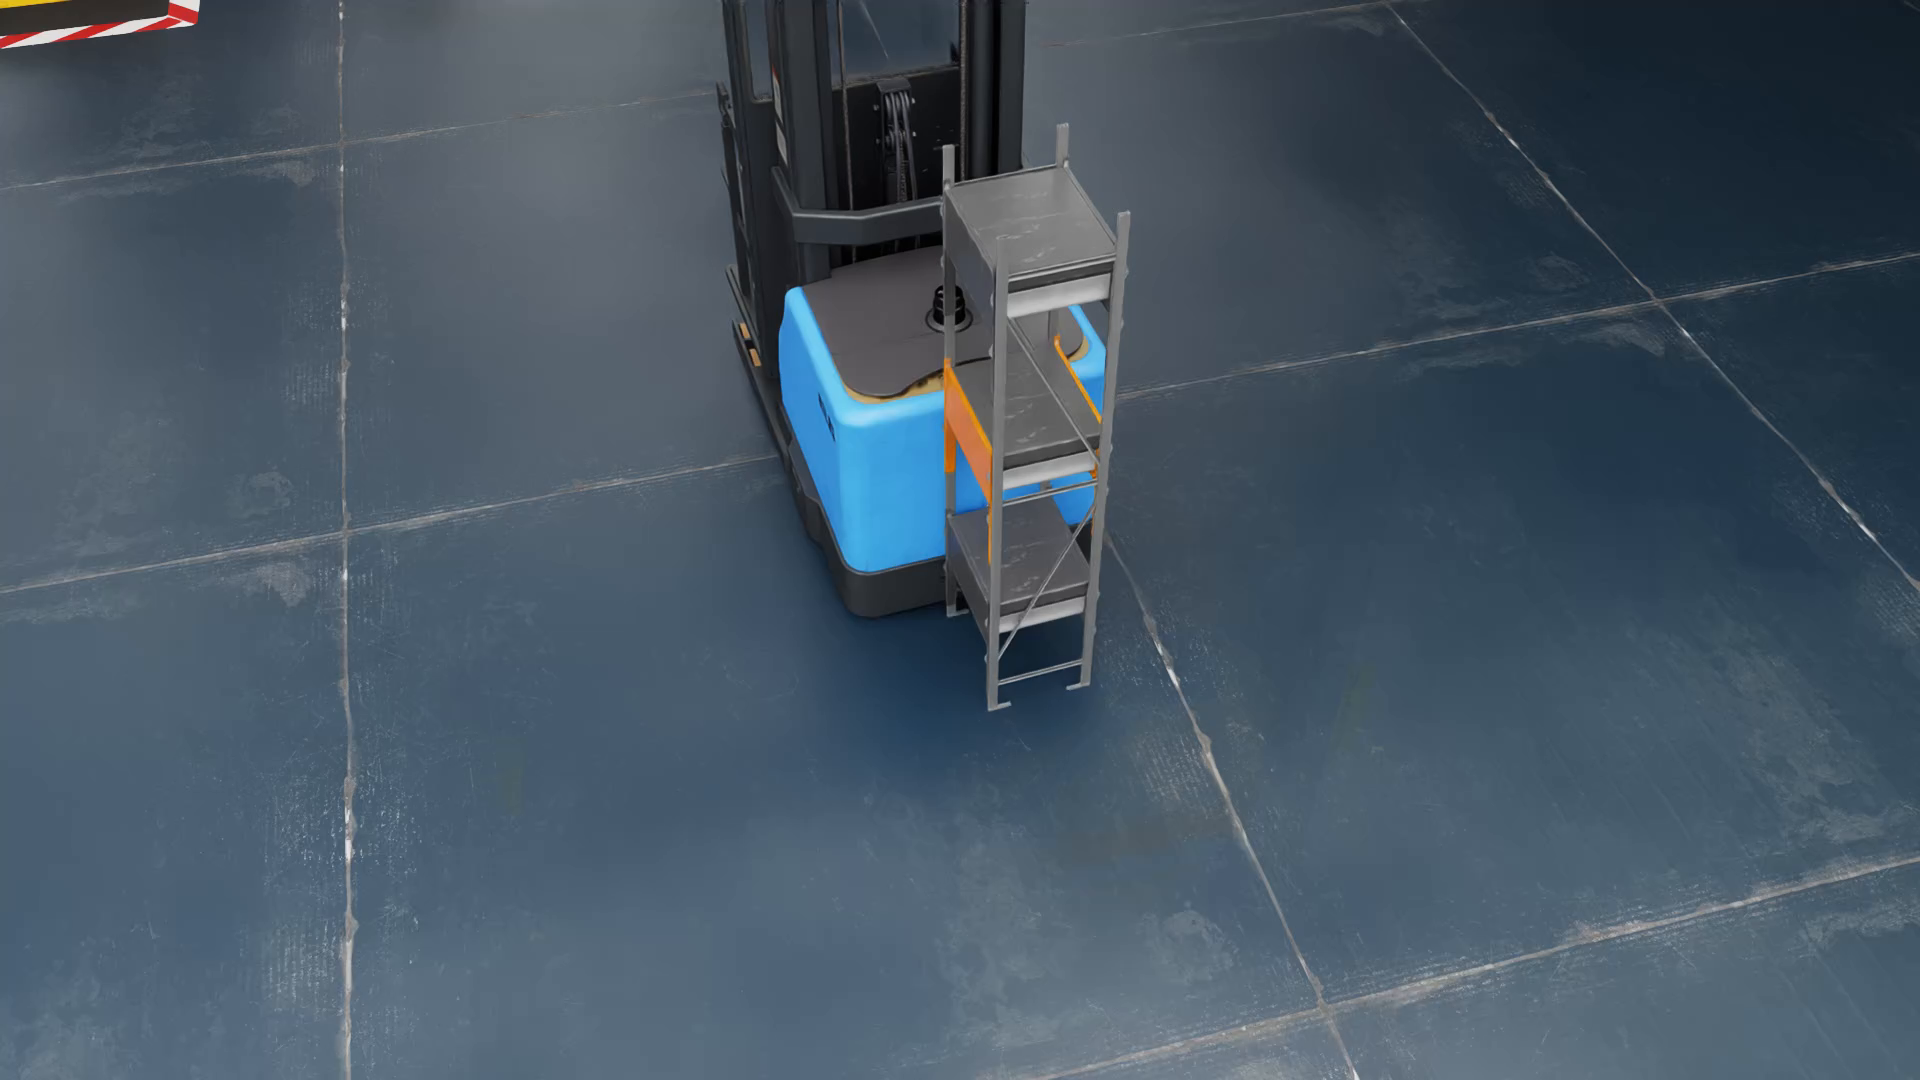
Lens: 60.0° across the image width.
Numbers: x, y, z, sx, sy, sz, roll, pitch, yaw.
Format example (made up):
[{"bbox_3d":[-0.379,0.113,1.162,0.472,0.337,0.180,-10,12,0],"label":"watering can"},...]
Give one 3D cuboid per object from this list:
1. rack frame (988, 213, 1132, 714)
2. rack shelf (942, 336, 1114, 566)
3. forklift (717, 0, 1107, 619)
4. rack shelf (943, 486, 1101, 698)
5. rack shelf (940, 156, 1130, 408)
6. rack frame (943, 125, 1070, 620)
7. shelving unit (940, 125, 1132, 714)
[{"bbox_3d":[0.295,-0.145,5.422,0.400,2.100,0.015,-13,47,-13],"label":"rack frame"},{"bbox_3d":[0.219,-0.301,5.594,0.431,0.518,0.480,-13,47,-13],"label":"rack shelf"},{"bbox_3d":[-0.388,-1.797,6.459,1.130,2.935,3.031,-13,47,-13],"label":"forklift"},{"bbox_3d":[0.219,0.189,6.094,0.431,0.518,0.480,-13,47,-13],"label":"rack shelf"},{"bbox_3d":[0.219,-0.791,5.094,0.431,0.518,0.480,-13,47,-13],"label":"rack shelf"},{"bbox_3d":[0.142,-0.476,5.746,0.400,2.100,0.015,-13,47,-13],"label":"rack frame"},{"bbox_3d":[0.219,-0.310,5.584,0.431,2.100,0.503,-13,47,-13],"label":"shelving unit"}]
